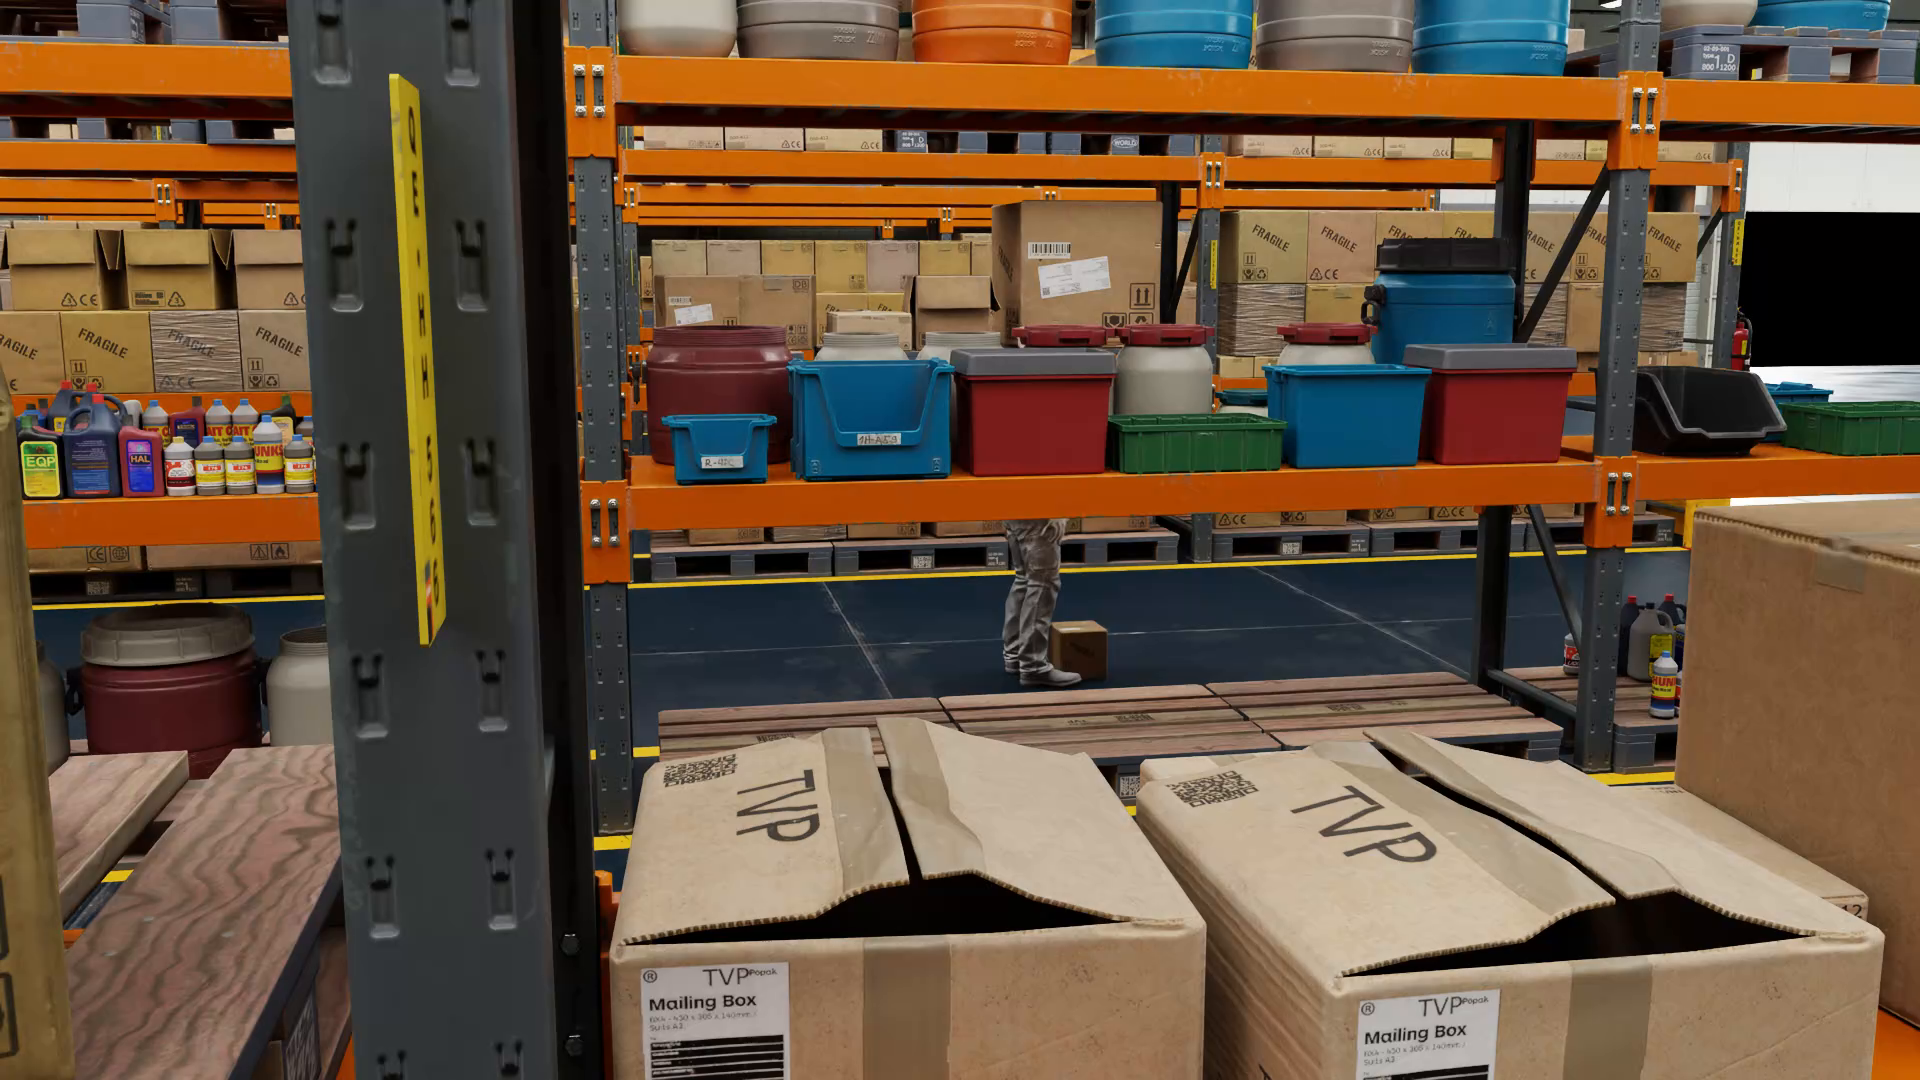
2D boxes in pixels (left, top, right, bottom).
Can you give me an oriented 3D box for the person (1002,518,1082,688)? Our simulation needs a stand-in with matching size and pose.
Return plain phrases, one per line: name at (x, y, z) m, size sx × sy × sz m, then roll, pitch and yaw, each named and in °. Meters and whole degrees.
person at (0.379, -0.173, 8.387) m, size 0.450 × 1.773 × 0.609 m, roll -2°, pitch 10°, yaw -13°
